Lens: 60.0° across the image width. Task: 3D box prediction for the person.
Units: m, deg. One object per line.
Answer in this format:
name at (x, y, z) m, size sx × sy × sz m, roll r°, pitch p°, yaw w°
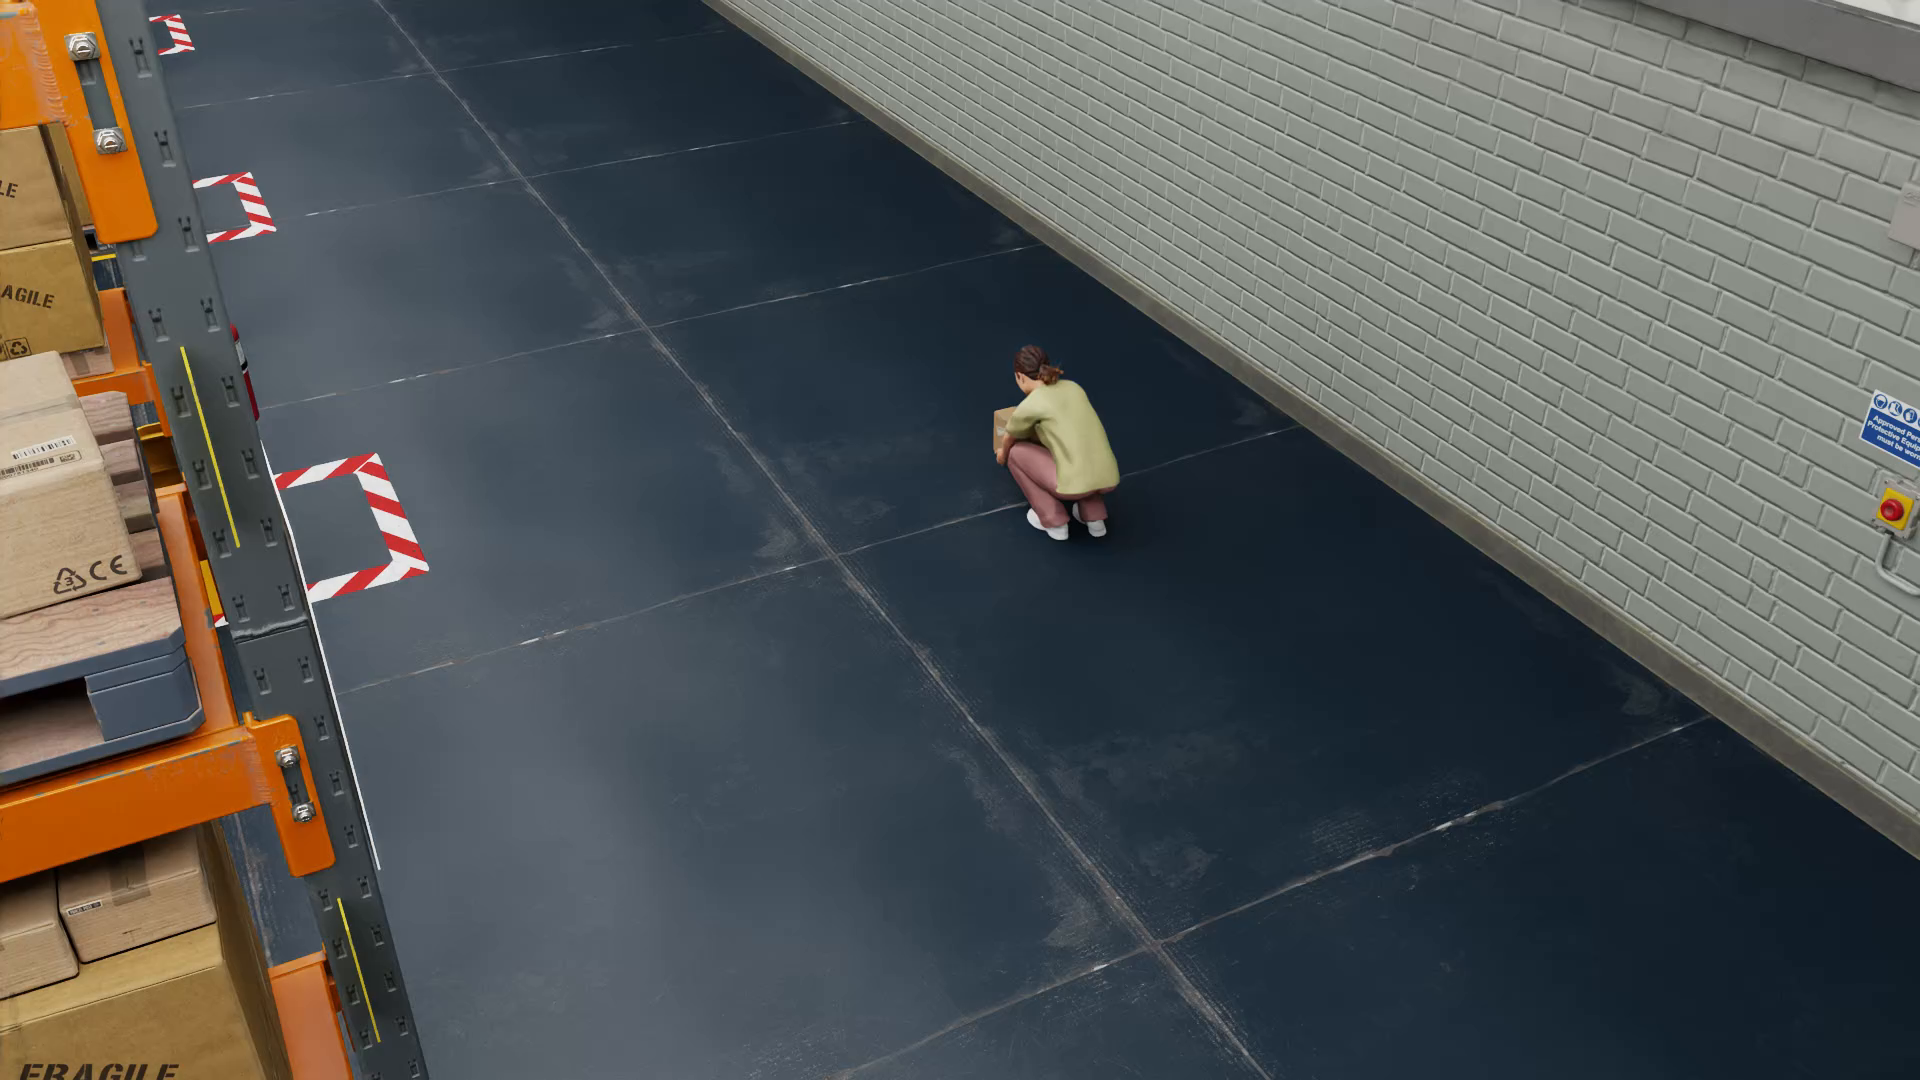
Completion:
person at (0.500, -0.512, 8.613) m, size 0.478 × 0.931 × 0.803 m, roll -16°, pitch 36°, yaw -23°
